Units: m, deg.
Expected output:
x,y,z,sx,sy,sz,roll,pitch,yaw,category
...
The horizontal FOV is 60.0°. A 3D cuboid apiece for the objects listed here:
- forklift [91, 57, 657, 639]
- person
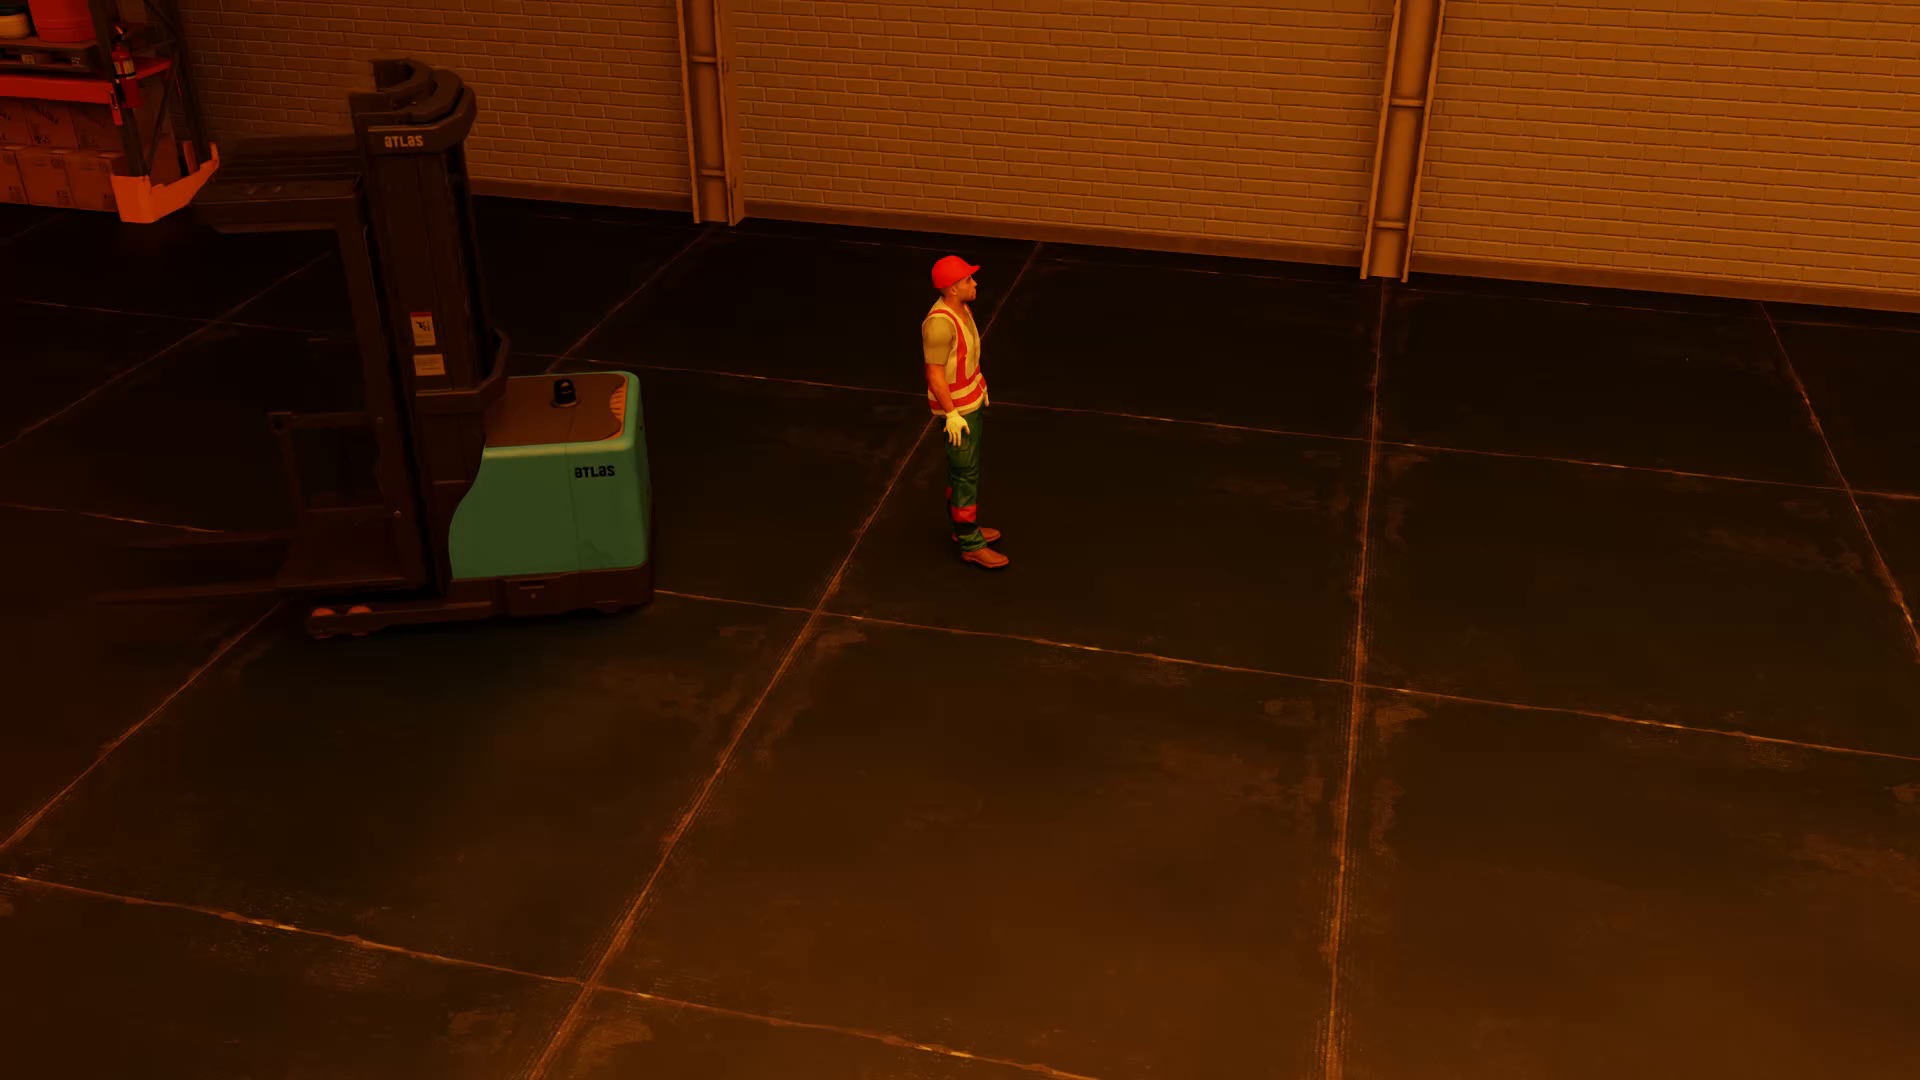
x,y,z,sx,sy,sz,roll,pitch,yaw,category
-3.301,-1.008,8.949,3.031,2.935,1.130,-4,30,-7,forklift
0.076,-0.770,9.673,0.562,1.789,0.638,7,30,12,person
